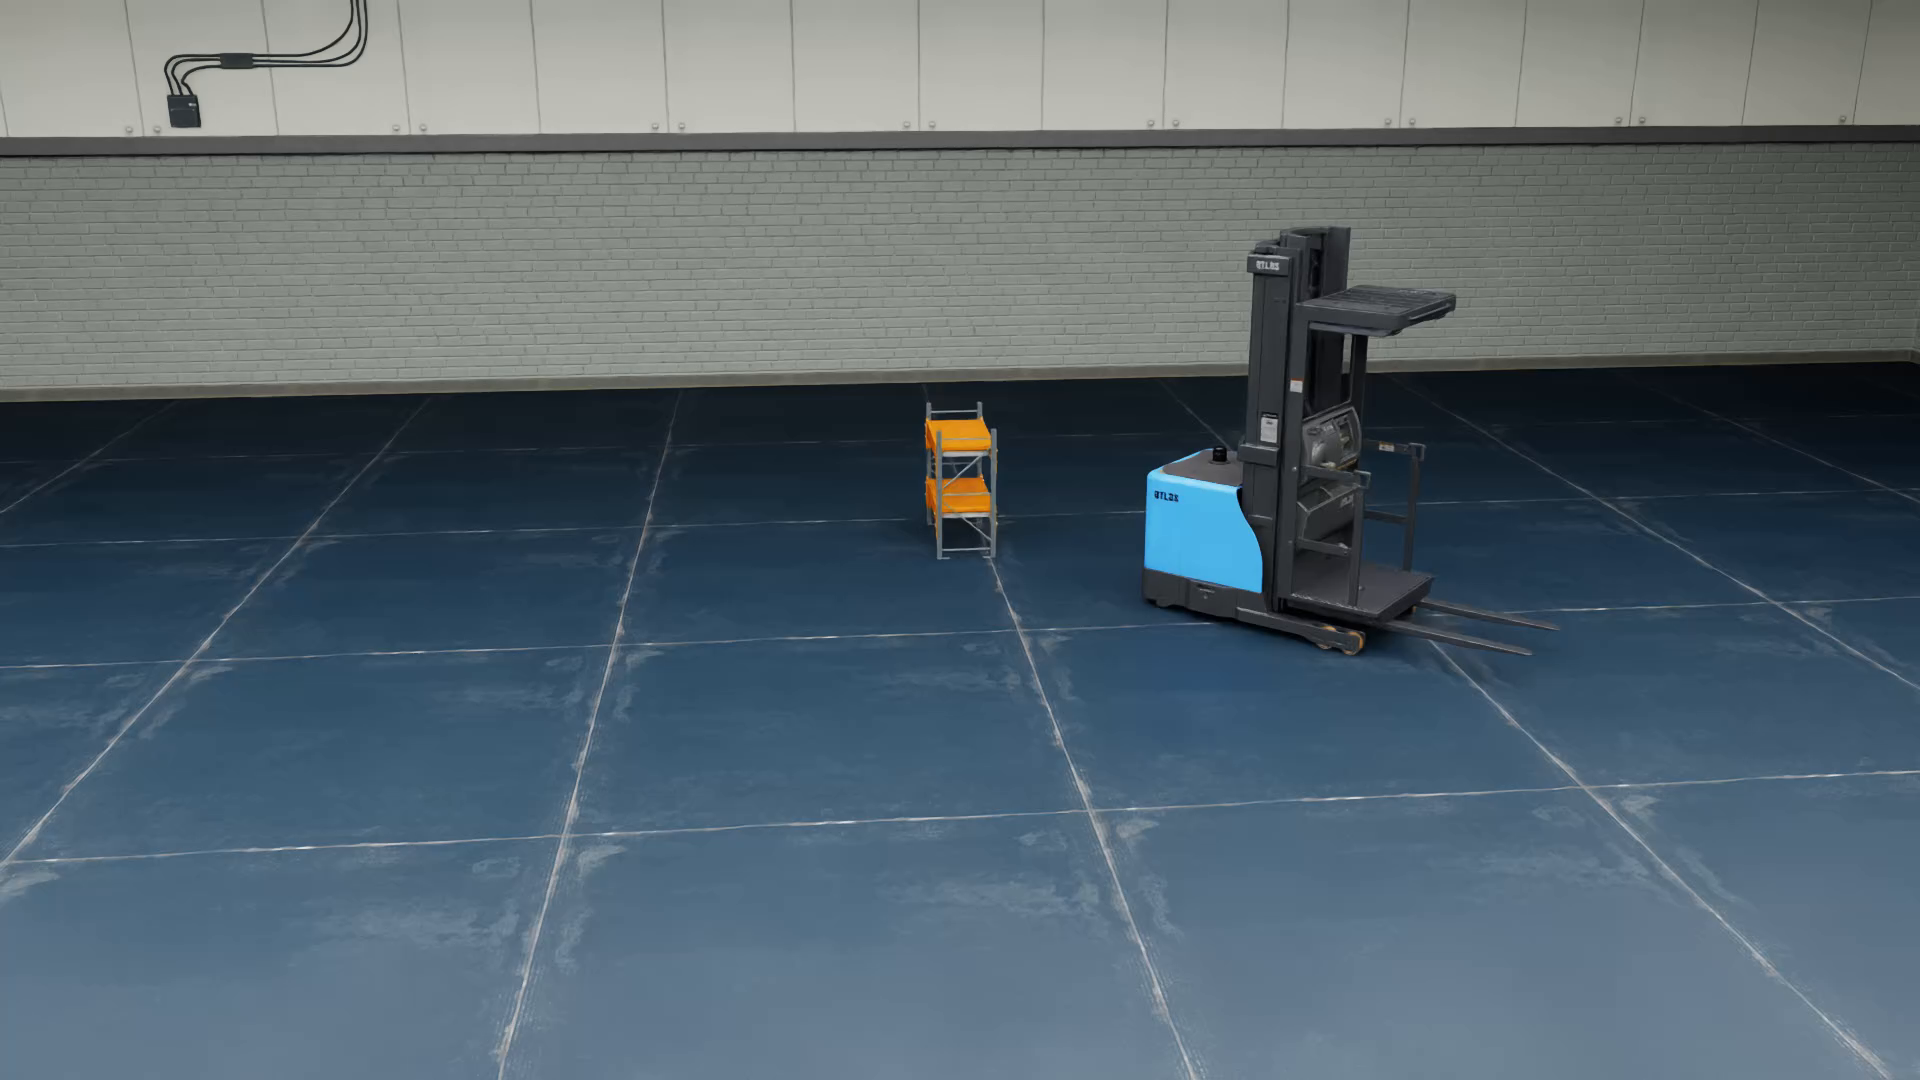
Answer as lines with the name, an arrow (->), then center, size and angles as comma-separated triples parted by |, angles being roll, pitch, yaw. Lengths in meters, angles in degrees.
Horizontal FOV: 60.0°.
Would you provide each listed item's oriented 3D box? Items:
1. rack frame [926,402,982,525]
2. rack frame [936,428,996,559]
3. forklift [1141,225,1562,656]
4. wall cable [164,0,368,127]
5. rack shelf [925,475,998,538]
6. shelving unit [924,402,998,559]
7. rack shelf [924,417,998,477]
rack frame -> -0.052, -0.686, 14.985 | 0.500, 1.125, 0.032 | -2, 18, -6
rack frame -> 0.053, -0.383, 14.020 | 0.500, 1.125, 0.032 | -2, 18, -6
forklift -> 2.908, -0.747, 12.165 | 3.031, 2.935, 1.130 | 13, 21, 35
wall cable -> -7.940, -7.665, 18.390 | 2.305, 6.003, 0.169 | -2, 18, -6
rack shelf -> 0.001, -0.301, 14.575 | 0.538, 0.278, 1.000 | -2, 18, -6
shelving unit -> 0.001, -0.535, 14.502 | 0.538, 1.125, 1.048 | -2, 18, -6
rack shelf -> 0.001, -0.814, 14.415 | 0.538, 0.278, 1.000 | -2, 18, -6
